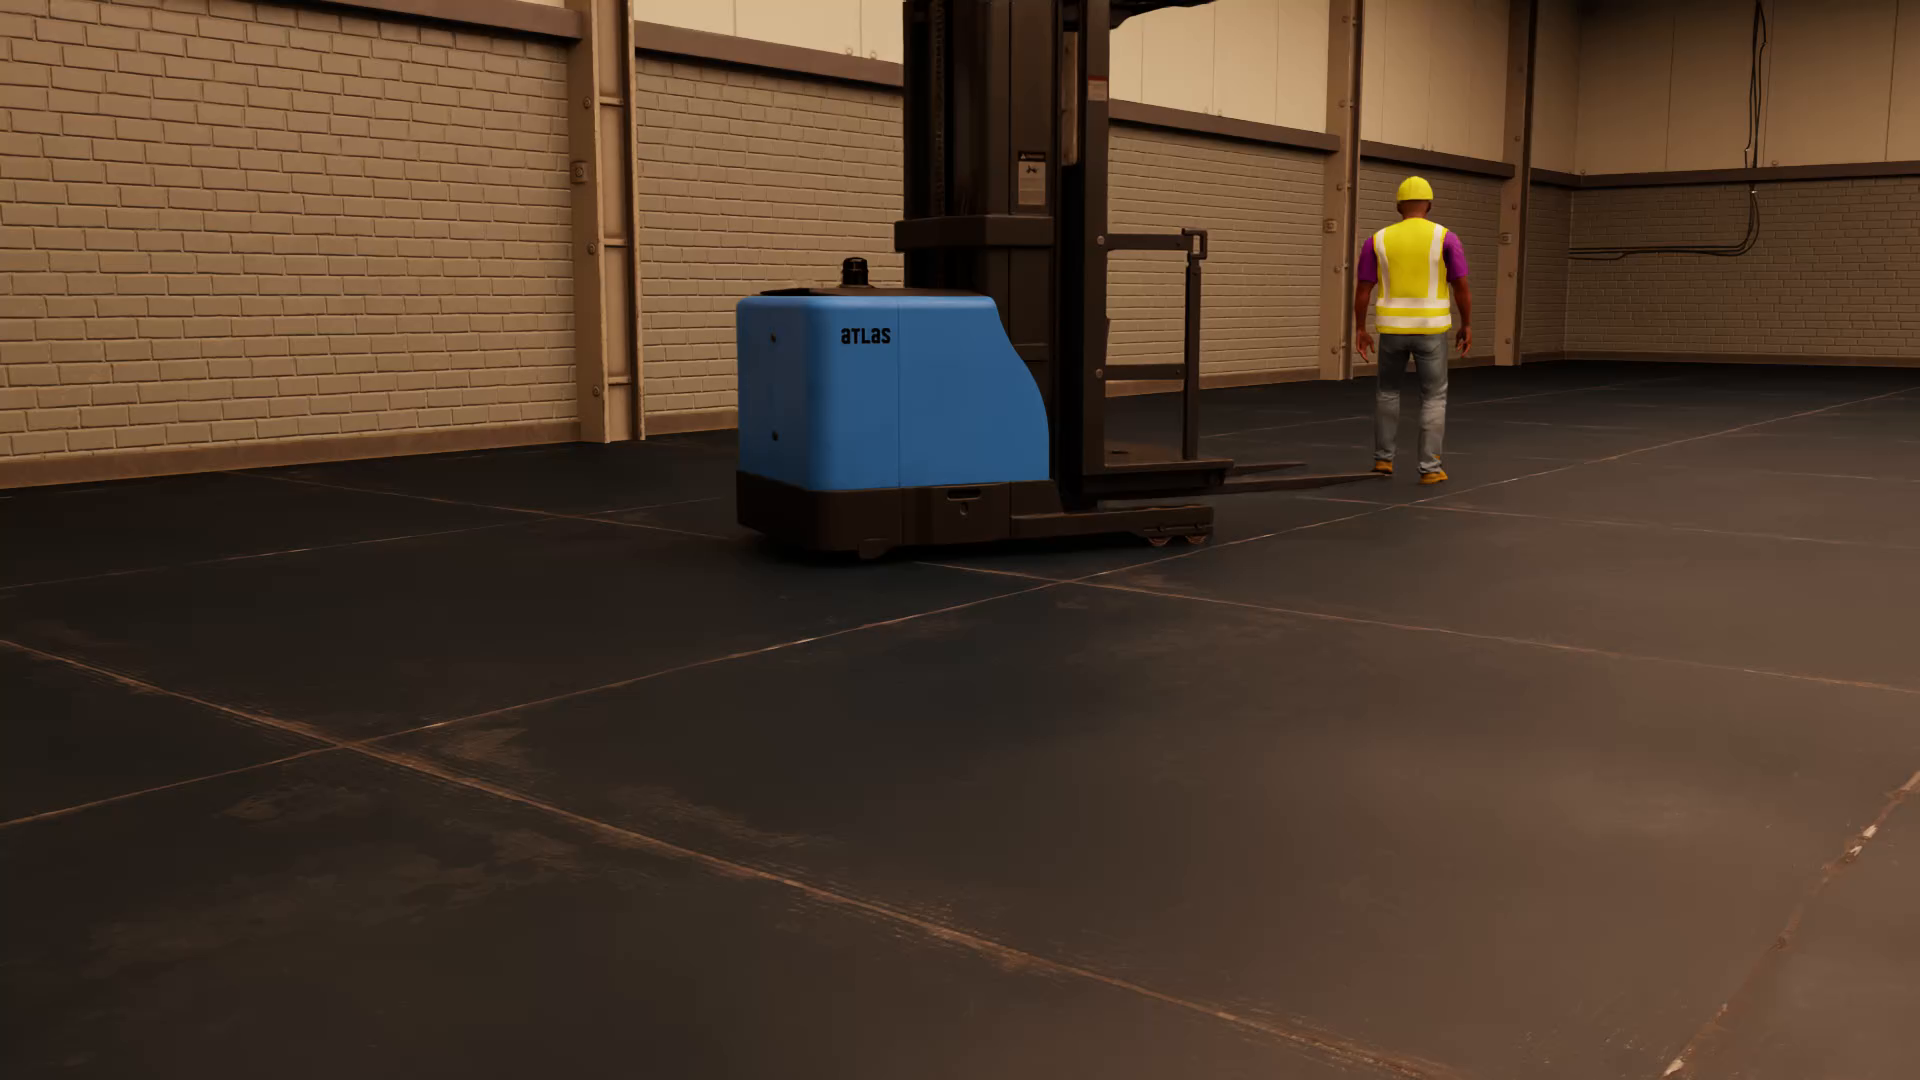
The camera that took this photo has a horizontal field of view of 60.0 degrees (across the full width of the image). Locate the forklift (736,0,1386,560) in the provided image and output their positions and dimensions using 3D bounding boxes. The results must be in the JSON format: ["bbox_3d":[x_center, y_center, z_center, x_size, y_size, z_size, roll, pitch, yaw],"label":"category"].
[{"bbox_3d":[0.556,-1.493,7.486,3.031,2.935,1.130,-4,9,-26],"label":"forklift"}]

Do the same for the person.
[{"bbox_3d":[2.653,-1.220,9.692,0.657,1.756,0.514,4,9,26],"label":"person"}]
